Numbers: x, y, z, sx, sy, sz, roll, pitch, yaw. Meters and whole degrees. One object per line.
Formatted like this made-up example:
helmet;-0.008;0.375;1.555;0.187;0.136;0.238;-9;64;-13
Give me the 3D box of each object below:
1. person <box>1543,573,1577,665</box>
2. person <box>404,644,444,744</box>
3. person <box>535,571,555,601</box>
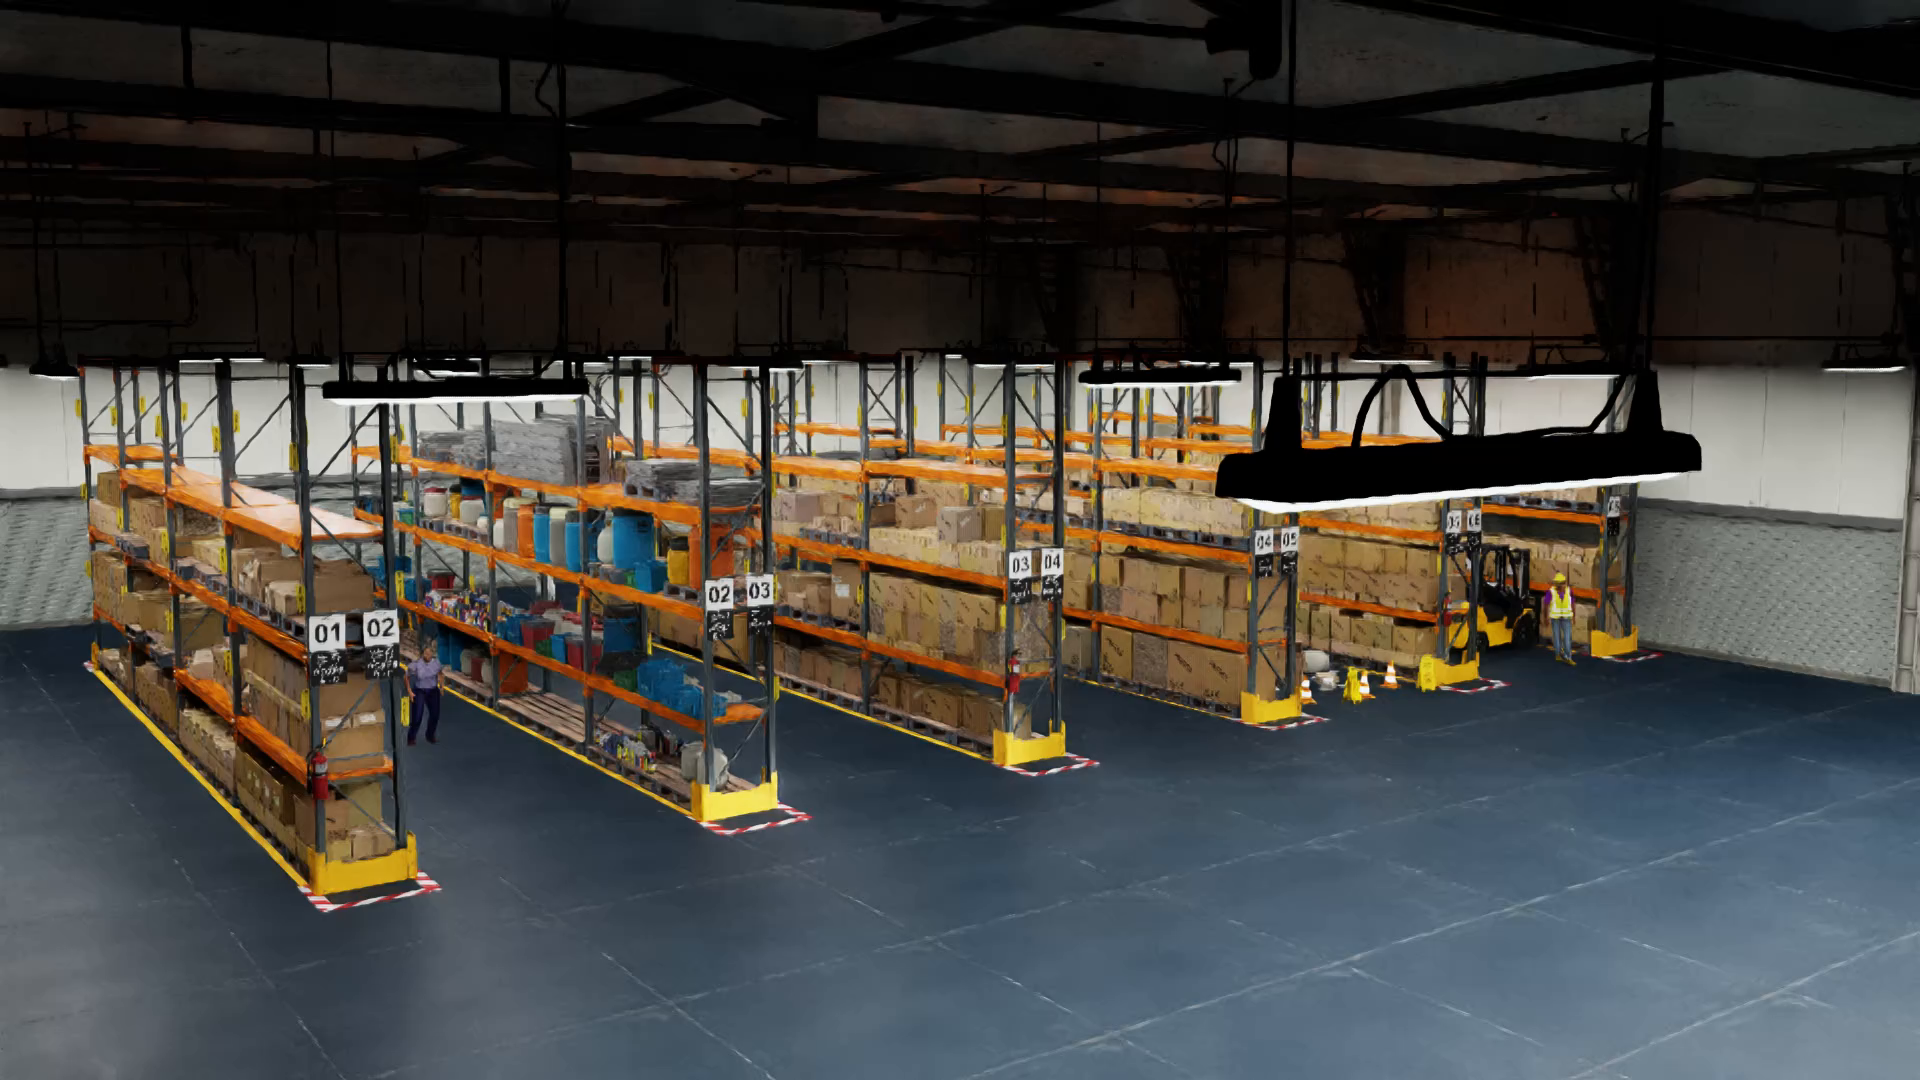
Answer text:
person;11.758;1.523;32.565;0.648;1.787;0.533;2;7;16
person;-8.376;2.400;26.018;0.625;1.596;0.510;-5;9;-38
person;-8.878;1.158;35.731;0.554;1.681;0.434;4;8;32
